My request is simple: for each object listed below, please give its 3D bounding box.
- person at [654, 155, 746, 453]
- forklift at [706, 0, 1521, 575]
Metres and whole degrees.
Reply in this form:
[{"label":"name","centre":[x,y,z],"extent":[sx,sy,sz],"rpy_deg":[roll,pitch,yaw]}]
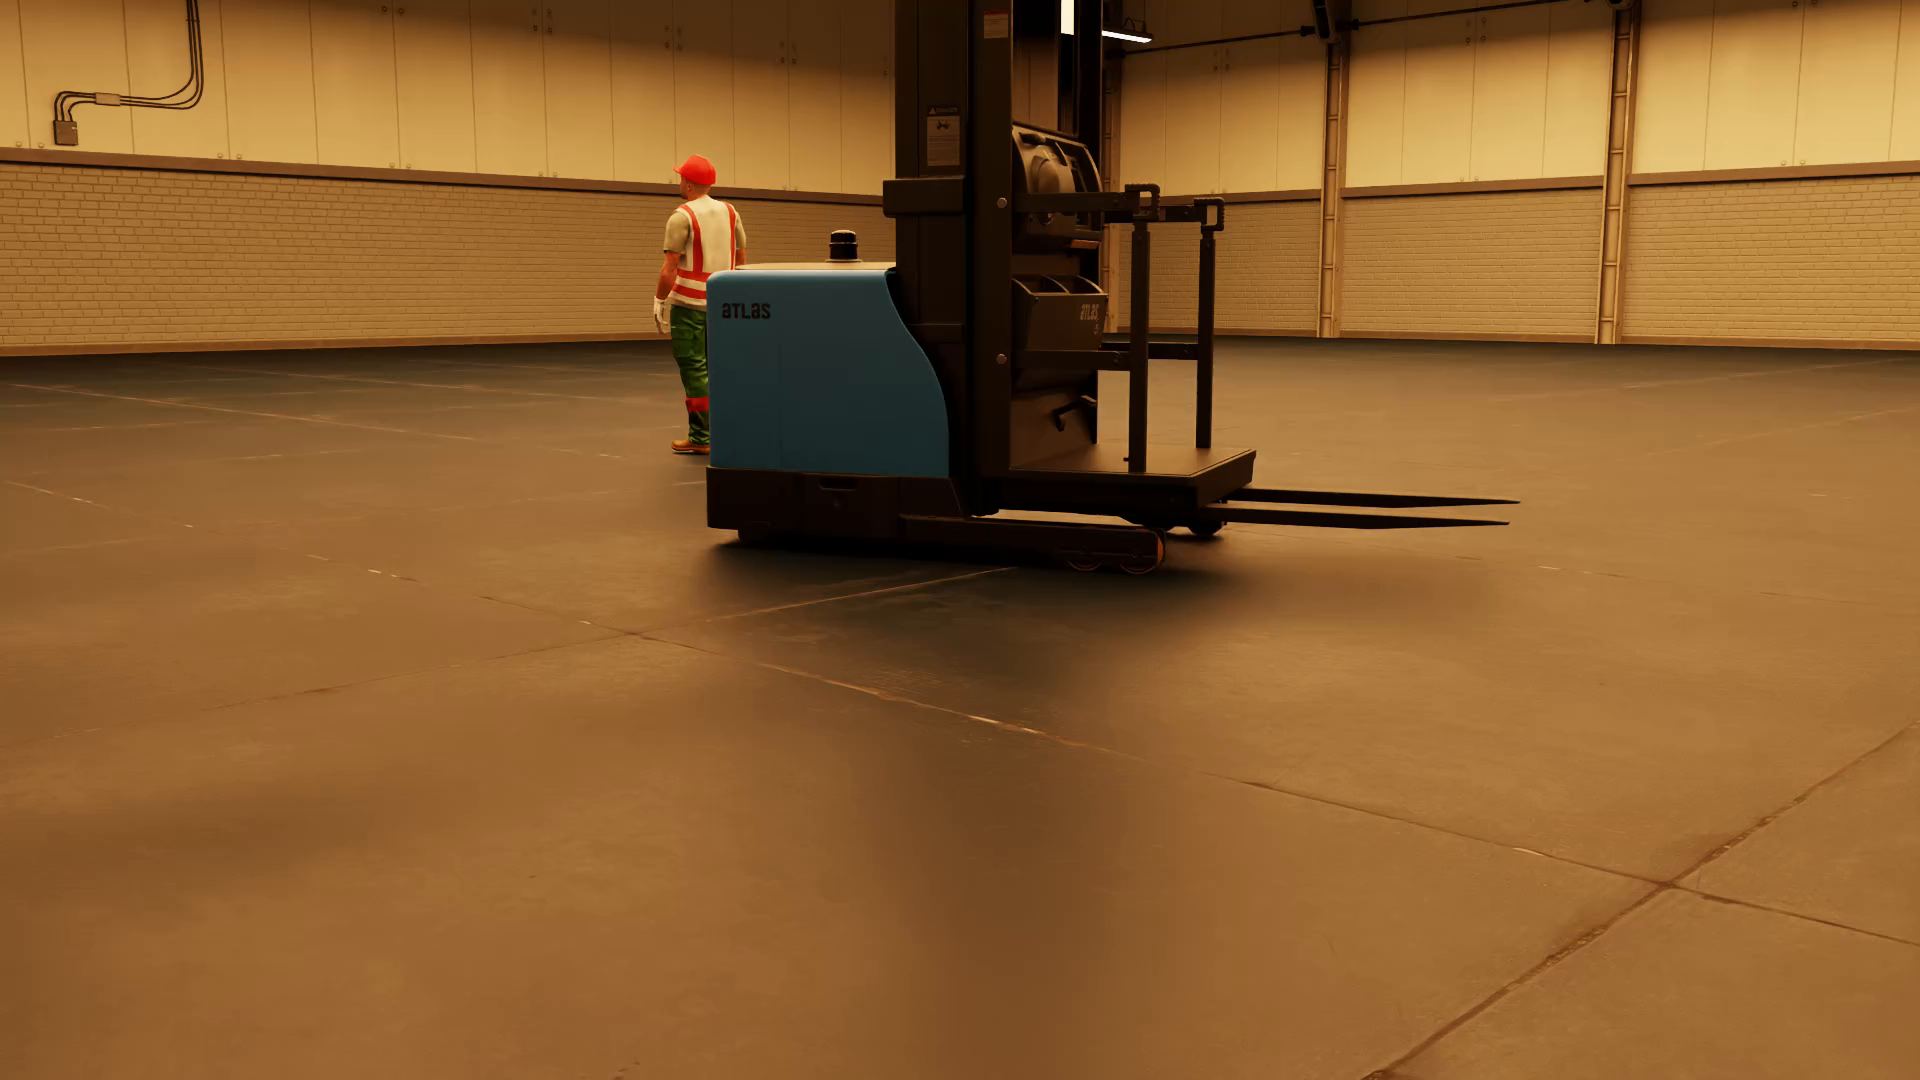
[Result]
[{"label":"person","centre":[-1.631,-1.430,10.159],"extent":[0.563,1.788,0.638],"rpy_deg":[8,12,43]},{"label":"forklift","centre":[0.565,-1.416,6.275],"extent":[3.031,2.935,1.130],"rpy_deg":[3,9,22]}]
